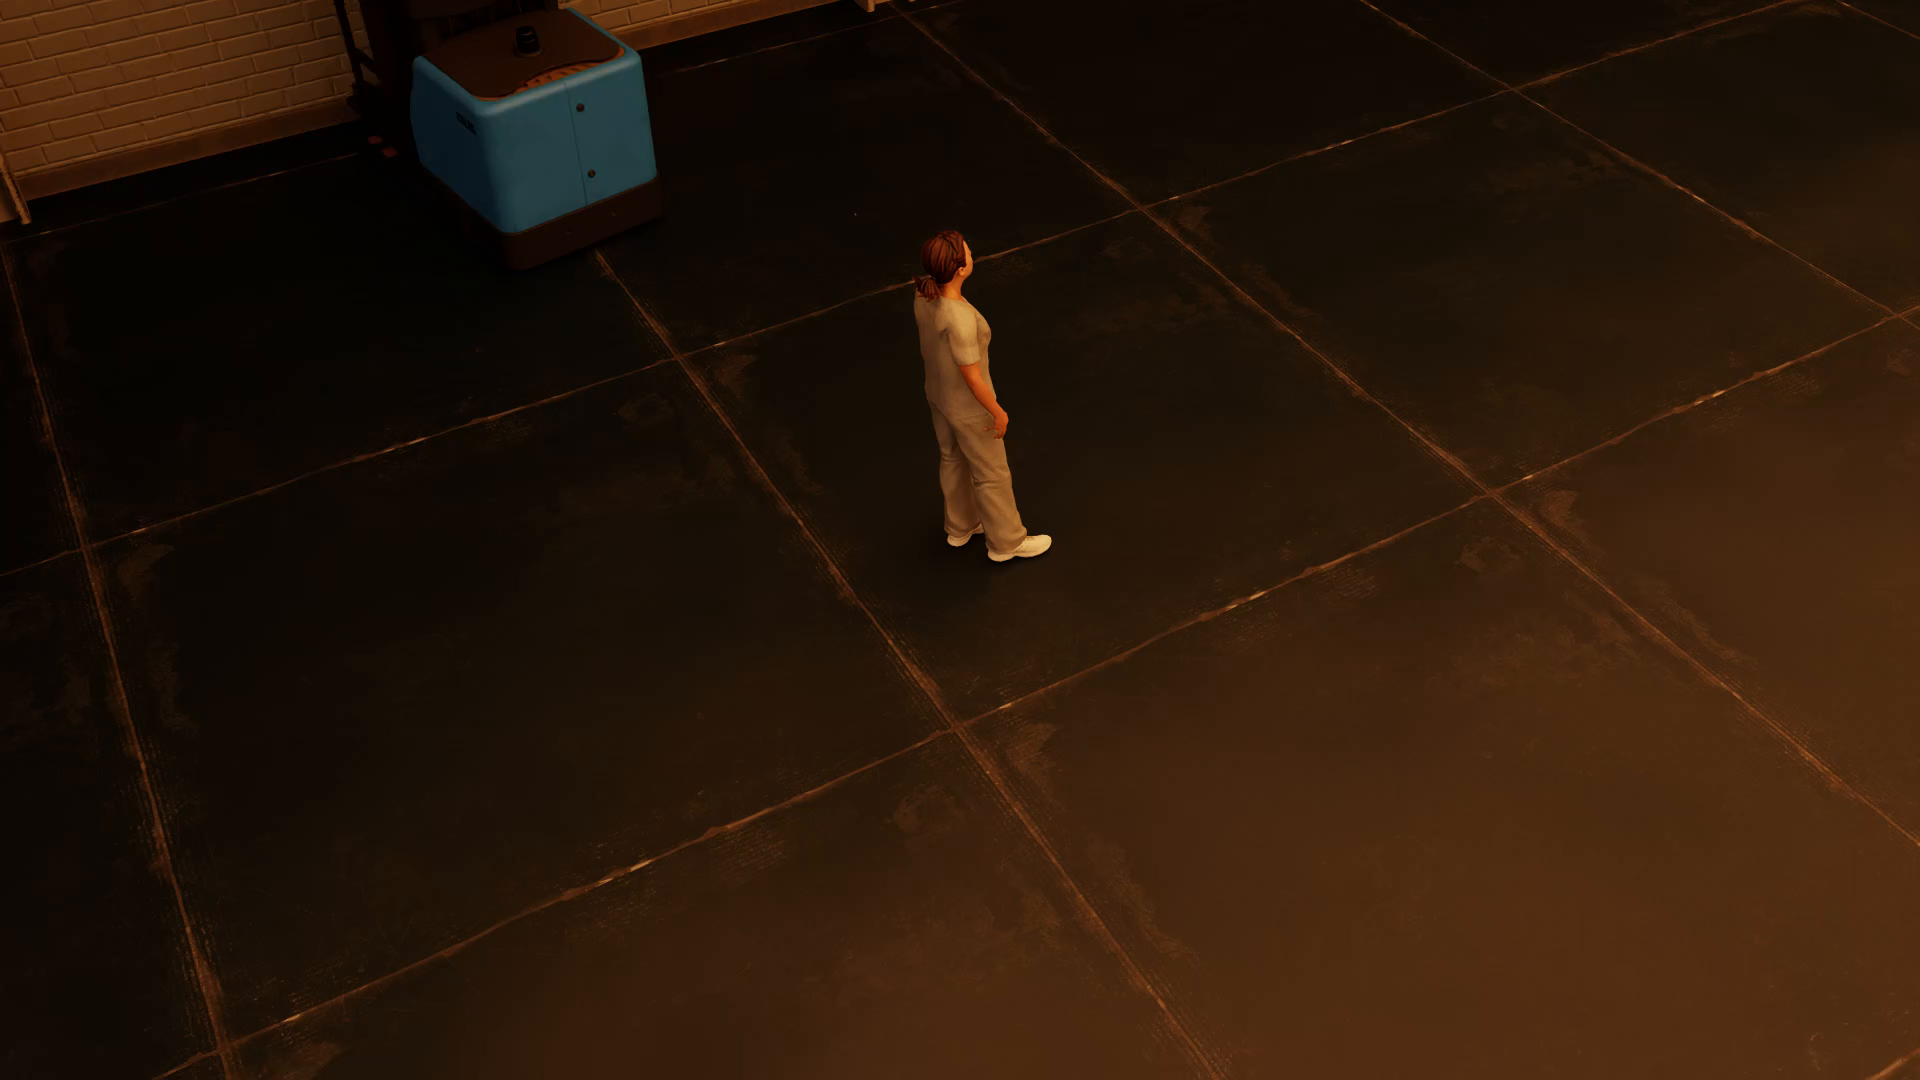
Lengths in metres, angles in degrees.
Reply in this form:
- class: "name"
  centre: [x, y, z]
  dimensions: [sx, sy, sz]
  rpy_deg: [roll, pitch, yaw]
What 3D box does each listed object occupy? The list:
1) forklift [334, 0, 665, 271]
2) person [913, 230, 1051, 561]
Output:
- class: "forklift"
  centre: [-3.077, -3.529, 9.503]
  dimensions: [1.130, 2.935, 3.031]
  rpy_deg: [-30, 50, -28]
- class: "person"
  centre: [0.071, -0.637, 7.296]
  dimensions: [0.549, 1.675, 0.549]
  rpy_deg: [-21, 47, -21]
